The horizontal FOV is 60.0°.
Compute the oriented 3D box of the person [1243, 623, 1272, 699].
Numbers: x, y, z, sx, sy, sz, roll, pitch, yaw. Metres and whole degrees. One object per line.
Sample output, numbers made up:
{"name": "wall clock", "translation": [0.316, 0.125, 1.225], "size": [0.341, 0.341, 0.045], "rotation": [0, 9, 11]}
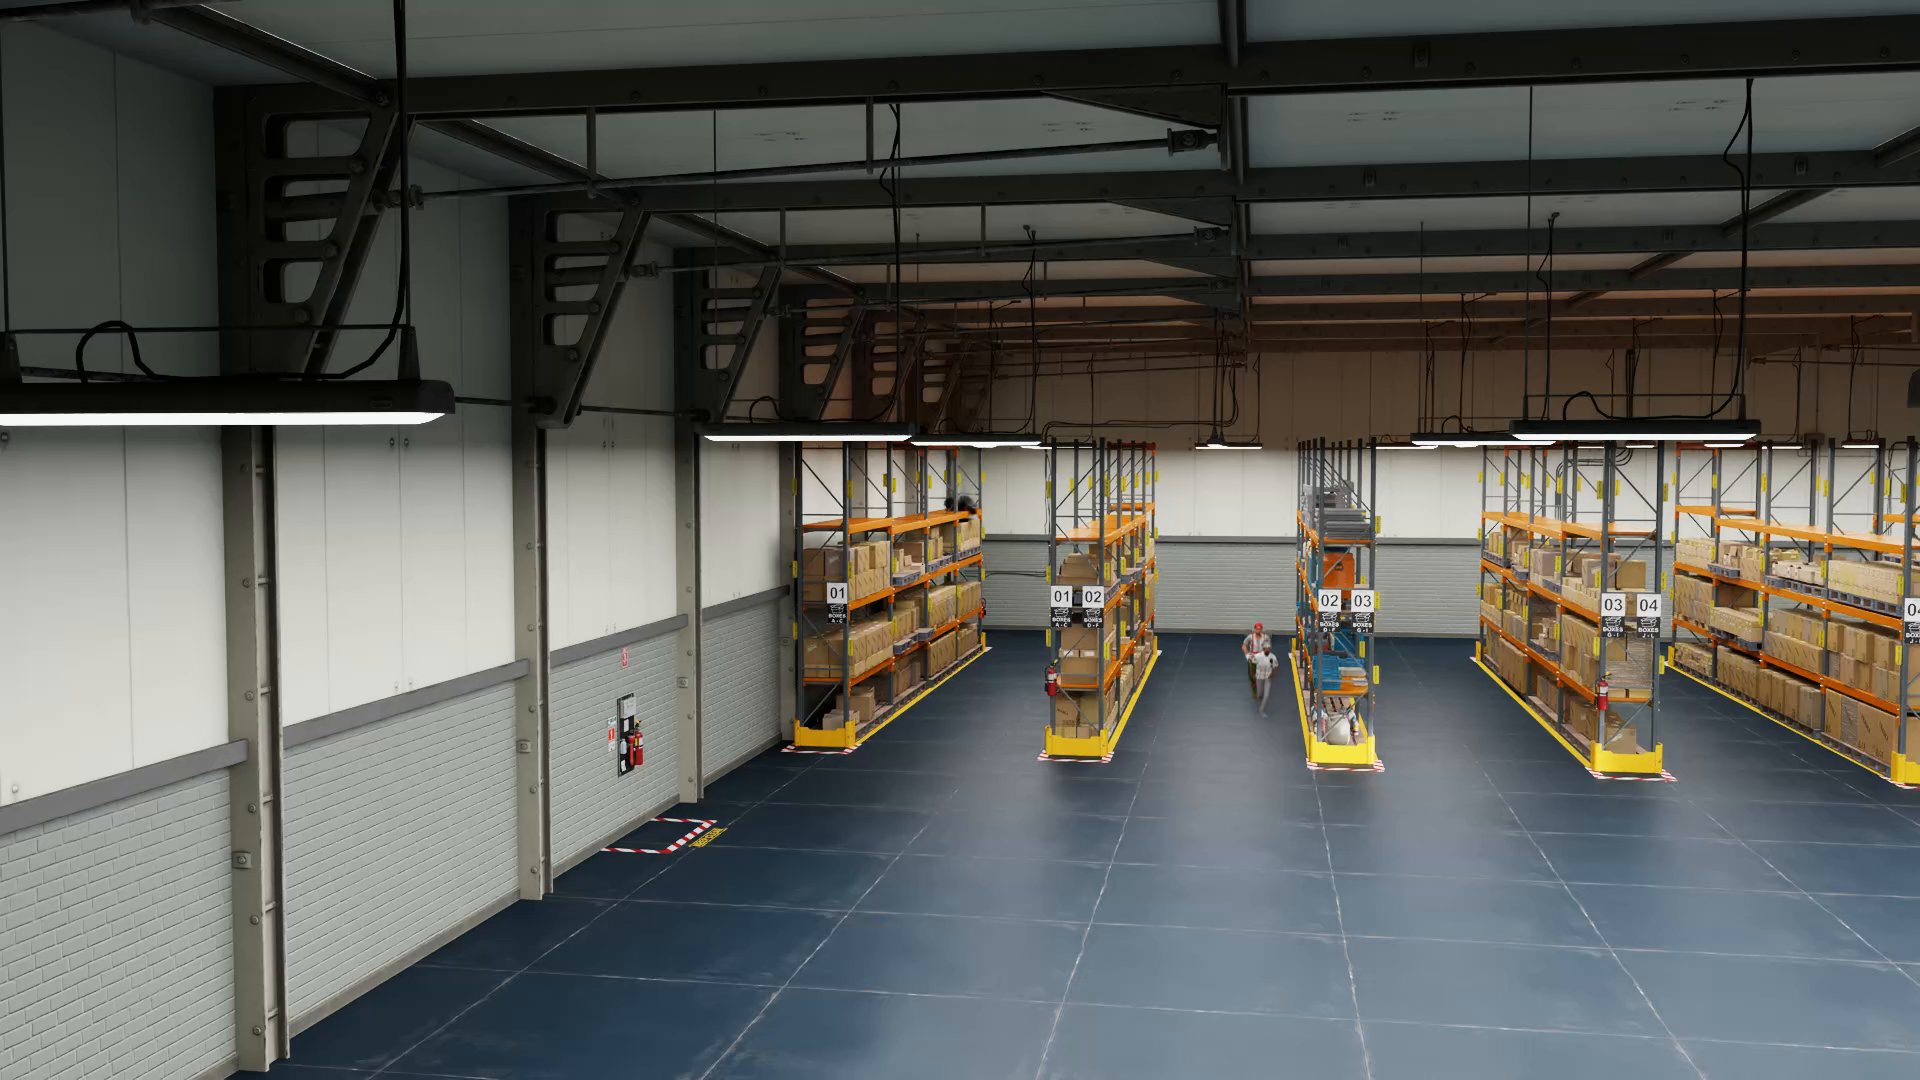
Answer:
{"name": "person", "translation": [6.950, 2.801, 38.853], "size": [0.684, 1.757, 0.777], "rotation": [0, 3, 6]}

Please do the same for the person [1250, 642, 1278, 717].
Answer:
{"name": "person", "translation": [6.590, 3.013, 36.080], "size": [0.597, 1.653, 0.664], "rotation": [0, 3, 6]}
